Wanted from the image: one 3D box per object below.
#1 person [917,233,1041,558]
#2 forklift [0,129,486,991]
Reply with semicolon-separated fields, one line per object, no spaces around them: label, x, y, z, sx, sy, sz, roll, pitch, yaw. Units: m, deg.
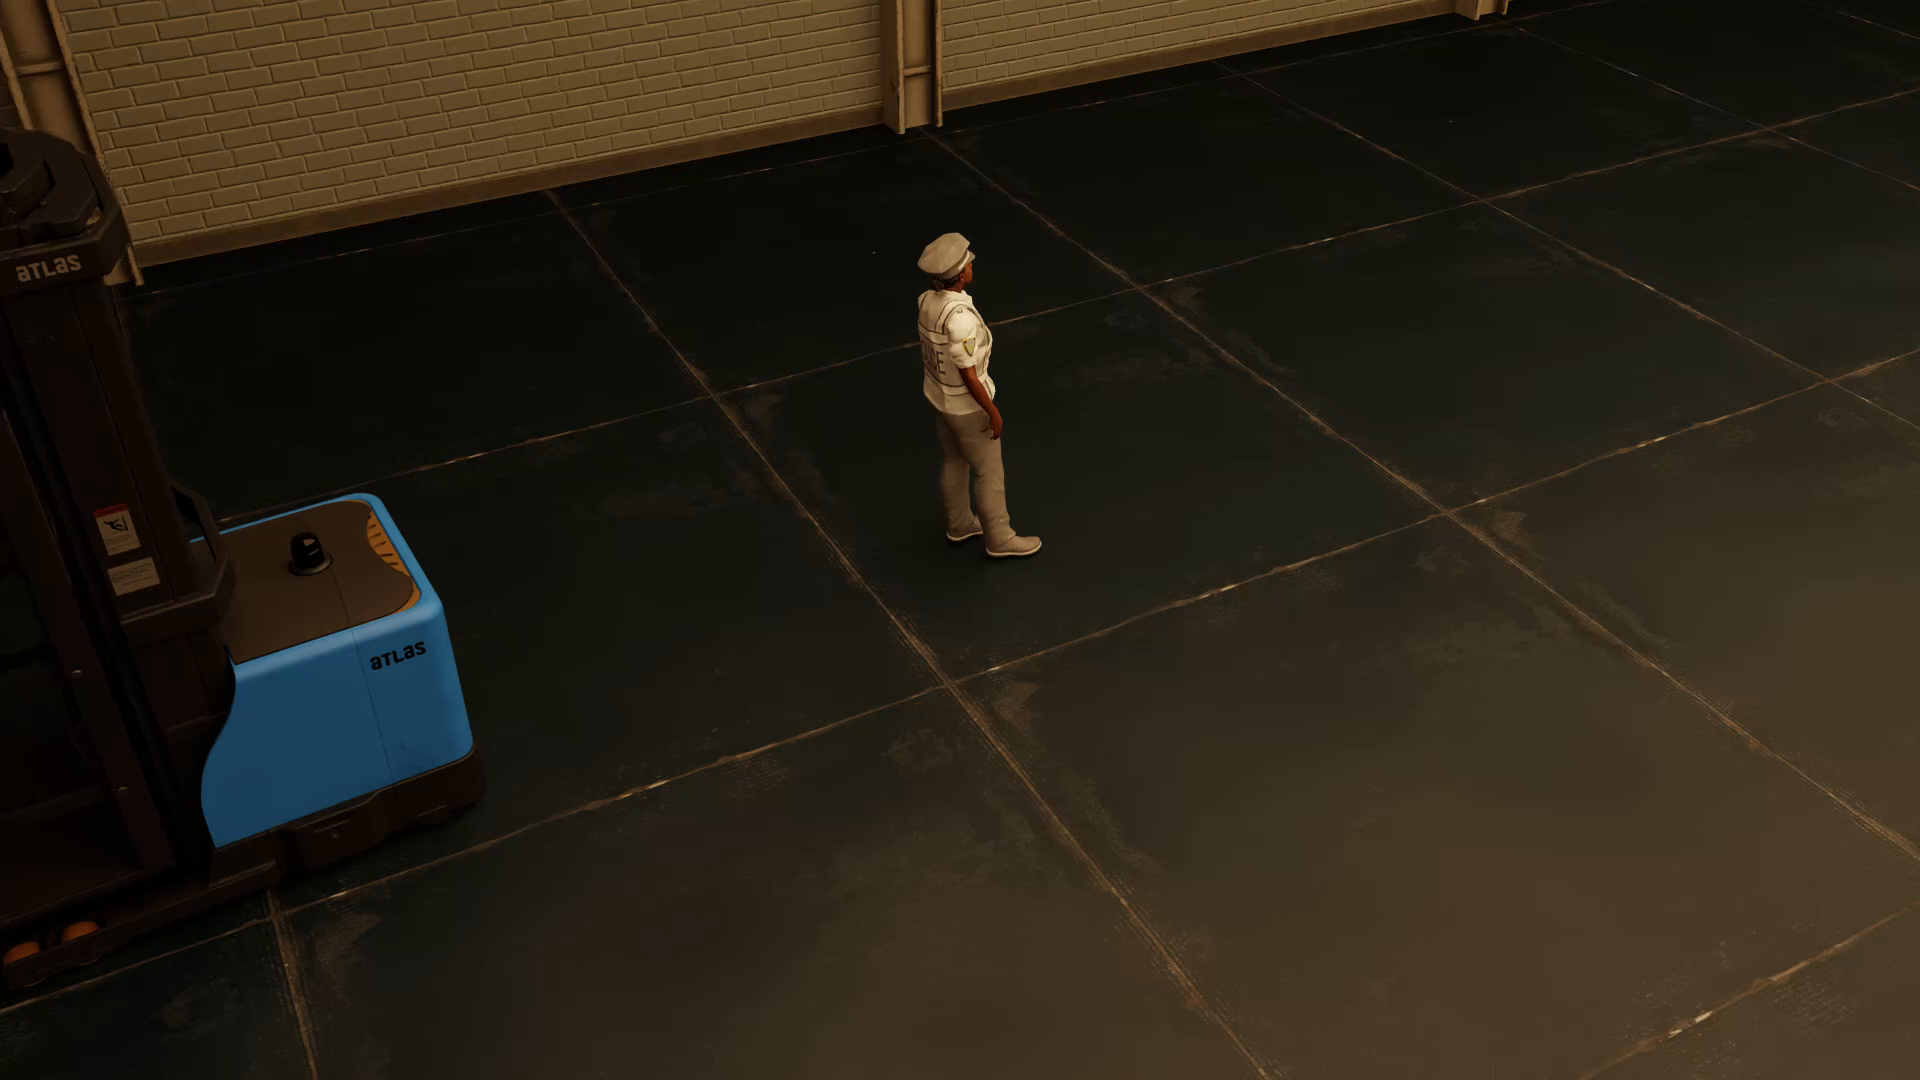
person;0.075;-0.707;8.184;0.530;1.692;0.569;-17;39;-23
forklift;-3.535;0.138;5.928;3.031;2.935;1.130;-20;40;-25
